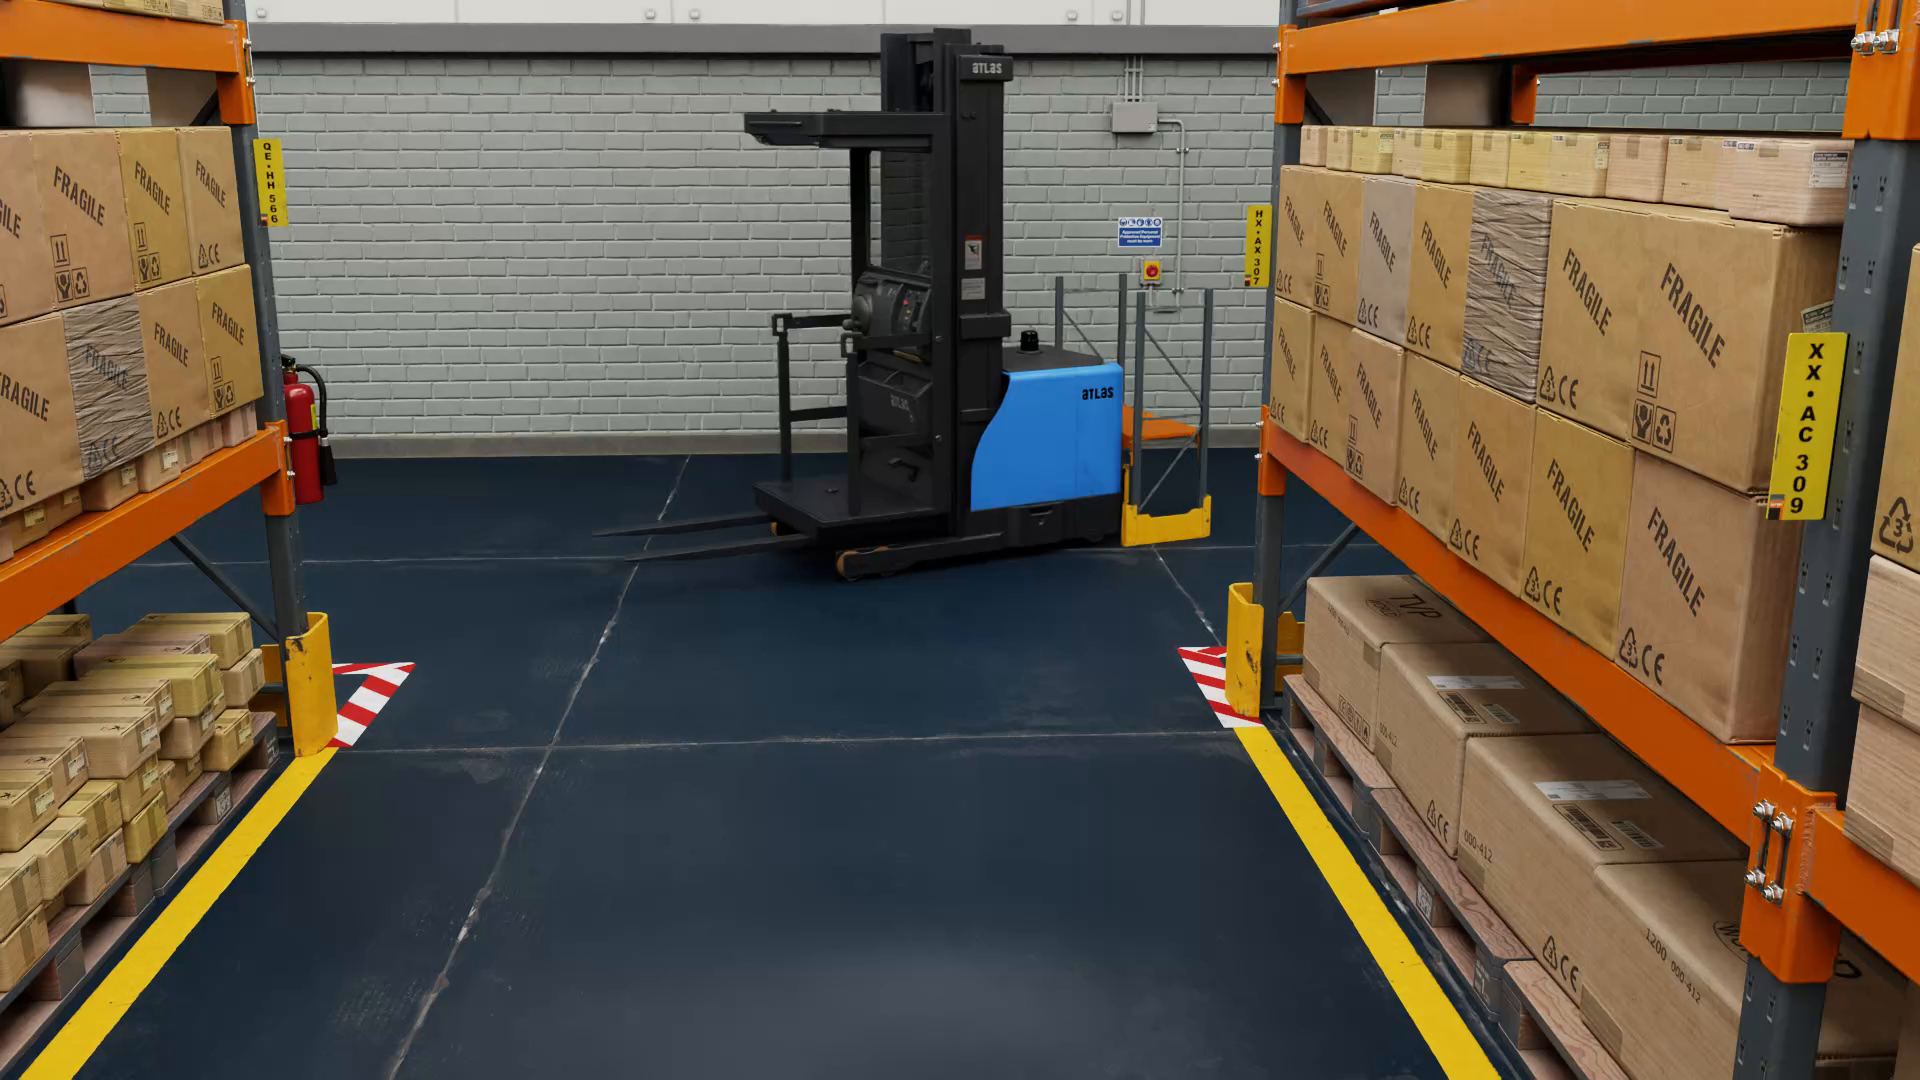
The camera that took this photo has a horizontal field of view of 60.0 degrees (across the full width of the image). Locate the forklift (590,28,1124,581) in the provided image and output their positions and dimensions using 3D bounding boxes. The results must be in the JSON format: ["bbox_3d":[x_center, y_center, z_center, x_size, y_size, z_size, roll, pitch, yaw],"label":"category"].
[{"bbox_3d":[-0.573,-1.345,9.370,3.031,2.935,1.130,-7,16,-27],"label":"forklift"}]

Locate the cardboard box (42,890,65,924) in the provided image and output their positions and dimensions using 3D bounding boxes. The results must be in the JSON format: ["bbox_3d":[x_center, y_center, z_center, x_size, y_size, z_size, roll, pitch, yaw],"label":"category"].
[{"bbox_3d":[-2.840,1.052,4.795,0.380,0.149,0.250,0,14,-2],"label":"cardboard box"}]

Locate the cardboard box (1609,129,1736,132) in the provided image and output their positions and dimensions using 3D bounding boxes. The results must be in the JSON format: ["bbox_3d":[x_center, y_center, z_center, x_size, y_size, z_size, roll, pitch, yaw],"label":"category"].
[{"bbox_3d":[2.116,-1.118,4.844,0.380,0.149,0.250,0,14,-2],"label":"cardboard box"}]

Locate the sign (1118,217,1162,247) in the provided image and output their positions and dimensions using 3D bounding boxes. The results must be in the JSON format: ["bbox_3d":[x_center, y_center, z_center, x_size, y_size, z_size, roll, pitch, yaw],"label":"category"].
[{"bbox_3d":[1.338,-2.287,12.353,0.327,0.218,0.001,-1,14,-3],"label":"sign"}]

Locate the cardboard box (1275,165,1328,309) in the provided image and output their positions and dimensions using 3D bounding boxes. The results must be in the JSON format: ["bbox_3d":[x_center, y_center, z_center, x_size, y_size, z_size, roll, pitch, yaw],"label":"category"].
[{"bbox_3d":[1.508,-1.149,6.263,0.500,0.500,0.500,-1,14,-5],"label":"cardboard box"}]

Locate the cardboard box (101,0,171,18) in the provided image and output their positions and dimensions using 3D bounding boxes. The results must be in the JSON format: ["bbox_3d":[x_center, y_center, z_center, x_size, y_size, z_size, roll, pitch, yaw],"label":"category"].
[{"bbox_3d":[-2.841,-1.782,5.215,0.500,0.250,0.500,-1,14,-3],"label":"cardboard box"}]

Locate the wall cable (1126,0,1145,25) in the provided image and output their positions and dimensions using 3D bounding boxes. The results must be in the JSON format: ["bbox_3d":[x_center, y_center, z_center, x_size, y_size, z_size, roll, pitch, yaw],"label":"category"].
[{"bbox_3d":[1.129,-5.055,11.615,0.463,3.000,0.029,-1,14,-3],"label":"wall cable"}]

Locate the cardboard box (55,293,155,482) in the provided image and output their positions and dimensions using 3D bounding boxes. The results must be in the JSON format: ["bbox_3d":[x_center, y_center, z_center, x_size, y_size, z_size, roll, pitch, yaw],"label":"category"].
[{"bbox_3d":[-2.820,-0.469,5.030,0.500,0.500,0.500,-1,14,-3],"label":"cardboard box"}]

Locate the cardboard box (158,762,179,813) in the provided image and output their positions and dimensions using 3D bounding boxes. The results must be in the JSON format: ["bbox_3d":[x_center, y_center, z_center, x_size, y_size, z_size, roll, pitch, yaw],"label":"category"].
[{"bbox_3d":[-2.856,0.858,5.552,0.380,0.149,0.250,-1,14,-3],"label":"cardboard box"}]

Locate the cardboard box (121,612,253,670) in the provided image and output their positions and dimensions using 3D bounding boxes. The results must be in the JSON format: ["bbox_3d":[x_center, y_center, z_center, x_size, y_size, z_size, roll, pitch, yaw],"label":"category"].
[{"bbox_3d":[-2.886,0.379,6.219,0.380,0.149,0.250,-1,14,-3],"label":"cardboard box"}]

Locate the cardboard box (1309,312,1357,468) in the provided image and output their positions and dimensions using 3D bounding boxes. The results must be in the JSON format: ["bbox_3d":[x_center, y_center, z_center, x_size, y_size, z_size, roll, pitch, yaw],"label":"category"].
[{"bbox_3d":[1.565,-0.539,5.900,0.500,0.500,0.500,-1,14,-4],"label":"cardboard box"}]

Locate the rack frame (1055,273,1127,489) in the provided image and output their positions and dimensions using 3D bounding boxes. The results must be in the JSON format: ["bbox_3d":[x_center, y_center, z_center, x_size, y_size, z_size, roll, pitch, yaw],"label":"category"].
[{"bbox_3d":[0.835,-0.954,10.724,0.500,1.500,0.032,-6,16,-23],"label":"rack frame"}]

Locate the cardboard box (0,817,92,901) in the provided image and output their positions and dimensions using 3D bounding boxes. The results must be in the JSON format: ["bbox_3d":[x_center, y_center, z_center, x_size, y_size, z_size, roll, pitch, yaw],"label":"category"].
[{"bbox_3d":[-2.733,0.912,4.744,0.380,0.149,0.250,-1,14,-3],"label":"cardboard box"}]

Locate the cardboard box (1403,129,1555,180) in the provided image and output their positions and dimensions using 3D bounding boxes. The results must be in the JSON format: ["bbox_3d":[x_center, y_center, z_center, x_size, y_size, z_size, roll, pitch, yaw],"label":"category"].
[{"bbox_3d":[1.574,-1.171,5.049,0.380,0.149,0.250,-1,14,-3],"label":"cardboard box"}]

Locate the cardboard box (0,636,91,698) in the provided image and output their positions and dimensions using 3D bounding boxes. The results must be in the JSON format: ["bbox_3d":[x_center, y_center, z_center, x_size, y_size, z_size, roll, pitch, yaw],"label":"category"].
[{"bbox_3d":[-3.341,0.453,5.929,0.380,0.149,0.250,-1,14,-2],"label":"cardboard box"}]

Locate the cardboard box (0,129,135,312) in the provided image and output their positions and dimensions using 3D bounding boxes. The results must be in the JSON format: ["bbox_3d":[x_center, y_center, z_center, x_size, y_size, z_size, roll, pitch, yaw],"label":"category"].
[{"bbox_3d":[-2.823,-0.950,4.893,0.500,0.500,0.500,0,14,-1],"label":"cardboard box"}]

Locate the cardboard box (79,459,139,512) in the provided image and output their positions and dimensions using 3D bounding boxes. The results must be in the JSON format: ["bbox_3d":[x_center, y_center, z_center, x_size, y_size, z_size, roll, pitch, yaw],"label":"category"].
[{"bbox_3d":[-2.835,-0.186,5.234,0.380,0.149,0.250,-2,15,-6],"label":"cardboard box"}]

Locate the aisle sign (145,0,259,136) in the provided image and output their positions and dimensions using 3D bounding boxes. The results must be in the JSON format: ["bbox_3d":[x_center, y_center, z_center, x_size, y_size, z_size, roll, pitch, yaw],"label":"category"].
[{"bbox_3d":[-2.877,-1.920,6.251,0.394,0.787,0.004,-1,14,-3],"label":"aisle sign"}]

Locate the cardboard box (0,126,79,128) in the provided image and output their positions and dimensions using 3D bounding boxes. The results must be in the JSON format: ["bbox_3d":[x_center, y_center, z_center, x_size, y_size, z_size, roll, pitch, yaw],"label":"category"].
[{"bbox_3d":[-3.409,-1.199,5.863,0.500,0.500,0.500,-1,14,-4],"label":"cardboard box"}]

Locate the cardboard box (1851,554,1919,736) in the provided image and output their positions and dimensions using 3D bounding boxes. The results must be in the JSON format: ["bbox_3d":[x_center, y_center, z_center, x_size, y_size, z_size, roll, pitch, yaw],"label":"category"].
[{"bbox_3d":[1.756,0.199,2.529,0.500,0.250,0.500,-1,14,-5],"label":"cardboard box"}]

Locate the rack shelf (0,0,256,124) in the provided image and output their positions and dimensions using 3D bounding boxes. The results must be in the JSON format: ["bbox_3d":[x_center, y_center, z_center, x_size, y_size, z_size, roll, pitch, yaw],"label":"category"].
[{"bbox_3d":[-3.048,-1.245,4.269,1.077,0.370,4.000,-1,14,-3],"label":"rack shelf"}]

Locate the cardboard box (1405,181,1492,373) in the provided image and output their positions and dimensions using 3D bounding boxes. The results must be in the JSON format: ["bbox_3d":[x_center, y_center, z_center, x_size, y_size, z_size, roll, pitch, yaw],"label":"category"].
[{"bbox_3d":[1.618,-0.768,4.785,0.500,0.500,0.500,-1,14,-3],"label":"cardboard box"}]

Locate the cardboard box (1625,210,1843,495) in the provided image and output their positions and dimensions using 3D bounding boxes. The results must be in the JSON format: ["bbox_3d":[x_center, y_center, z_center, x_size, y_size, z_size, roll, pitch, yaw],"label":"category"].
[{"bbox_3d":[1.705,-0.391,3.317,0.500,0.500,0.500,-1,14,-4],"label":"cardboard box"}]

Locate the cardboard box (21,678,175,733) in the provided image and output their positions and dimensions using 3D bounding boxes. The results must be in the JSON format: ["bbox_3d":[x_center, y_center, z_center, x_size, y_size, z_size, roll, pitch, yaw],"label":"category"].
[{"bbox_3d":[-2.832,0.570,5.476,0.380,0.149,0.250,-1,15,-6],"label":"cardboard box"}]

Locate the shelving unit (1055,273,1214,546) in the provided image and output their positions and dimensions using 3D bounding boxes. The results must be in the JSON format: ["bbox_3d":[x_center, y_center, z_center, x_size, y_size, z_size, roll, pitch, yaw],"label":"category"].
[{"bbox_3d":[1.039,-0.840,10.282,0.587,1.500,1.083,-6,16,-23],"label":"shelving unit"}]

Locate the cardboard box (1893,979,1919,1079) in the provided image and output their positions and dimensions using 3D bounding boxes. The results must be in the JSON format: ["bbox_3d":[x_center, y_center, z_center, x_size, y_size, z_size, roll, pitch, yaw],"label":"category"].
[{"bbox_3d":[2.128,1.234,2.633,0.875,0.875,0.875,0,14,-2],"label":"cardboard box"}]

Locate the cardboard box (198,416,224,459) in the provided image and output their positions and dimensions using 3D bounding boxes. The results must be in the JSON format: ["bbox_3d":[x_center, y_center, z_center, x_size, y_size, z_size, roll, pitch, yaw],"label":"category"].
[{"bbox_3d":[-2.892,-0.377,5.977,0.380,0.149,0.250,-1,14,-4],"label":"cardboard box"}]

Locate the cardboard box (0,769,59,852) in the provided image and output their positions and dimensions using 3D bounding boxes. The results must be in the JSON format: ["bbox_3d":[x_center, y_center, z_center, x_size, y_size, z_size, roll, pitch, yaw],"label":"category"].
[{"bbox_3d":[-2.810,0.768,4.706,0.380,0.149,0.250,-1,14,-3],"label":"cardboard box"}]

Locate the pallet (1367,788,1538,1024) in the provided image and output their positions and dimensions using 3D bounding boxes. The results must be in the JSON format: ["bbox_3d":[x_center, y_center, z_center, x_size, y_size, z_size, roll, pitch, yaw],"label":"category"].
[{"bbox_3d":[1.962,1.111,5.284,1.003,0.211,1.213,-1,14,-3],"label":"pallet"}]

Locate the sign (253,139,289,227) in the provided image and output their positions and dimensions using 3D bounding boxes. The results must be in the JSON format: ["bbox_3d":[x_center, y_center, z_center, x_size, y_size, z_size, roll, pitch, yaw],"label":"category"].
[{"bbox_3d":[-2.617,-1.355,6.317,0.100,0.325,0.005,-1,14,-3],"label":"sign"}]

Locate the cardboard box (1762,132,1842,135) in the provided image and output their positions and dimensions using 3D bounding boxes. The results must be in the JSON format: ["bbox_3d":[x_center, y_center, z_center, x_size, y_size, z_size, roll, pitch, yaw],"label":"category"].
[{"bbox_3d":[2.218,-0.930,4.111,0.380,0.149,0.250,-1,14,-5],"label":"cardboard box"}]

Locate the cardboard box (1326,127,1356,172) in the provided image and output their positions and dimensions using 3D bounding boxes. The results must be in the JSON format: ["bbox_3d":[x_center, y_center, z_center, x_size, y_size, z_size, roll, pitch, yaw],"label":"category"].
[{"bbox_3d":[1.497,-1.363,5.796,0.380,0.149,0.250,0,14,-2],"label":"cardboard box"}]

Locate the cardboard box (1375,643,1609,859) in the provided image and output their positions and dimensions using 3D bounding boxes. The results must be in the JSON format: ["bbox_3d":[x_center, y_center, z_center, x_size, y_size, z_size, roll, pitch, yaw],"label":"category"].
[{"bbox_3d":[1.968,0.688,5.632,0.875,0.438,0.875,0,14,-2],"label":"cardboard box"}]

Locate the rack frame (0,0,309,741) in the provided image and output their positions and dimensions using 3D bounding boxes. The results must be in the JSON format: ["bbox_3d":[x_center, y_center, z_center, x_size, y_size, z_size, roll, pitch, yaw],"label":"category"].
[{"bbox_3d":[-3.172,-0.638,6.487,1.000,3.000,0.127,-1,14,-3],"label":"rack frame"}]

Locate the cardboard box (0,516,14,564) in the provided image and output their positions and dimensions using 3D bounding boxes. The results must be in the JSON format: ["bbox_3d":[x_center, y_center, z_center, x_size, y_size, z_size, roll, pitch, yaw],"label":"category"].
[{"bbox_3d":[-2.808,0.010,4.471,0.380,0.149,0.250,0,14,-1],"label":"cardboard box"}]

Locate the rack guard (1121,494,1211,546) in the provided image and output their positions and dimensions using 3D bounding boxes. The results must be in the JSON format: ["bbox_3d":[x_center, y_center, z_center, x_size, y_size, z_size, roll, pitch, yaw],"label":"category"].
[{"bbox_3d":[1.242,-0.122,9.997,0.587,0.250,0.087,-6,16,-23],"label":"rack guard"}]

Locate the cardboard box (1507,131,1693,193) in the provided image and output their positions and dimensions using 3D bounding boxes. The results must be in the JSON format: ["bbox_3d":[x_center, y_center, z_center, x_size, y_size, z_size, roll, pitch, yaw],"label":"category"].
[{"bbox_3d":[1.657,-0.982,4.315,0.380,0.149,0.250,-1,14,-5],"label":"cardboard box"}]

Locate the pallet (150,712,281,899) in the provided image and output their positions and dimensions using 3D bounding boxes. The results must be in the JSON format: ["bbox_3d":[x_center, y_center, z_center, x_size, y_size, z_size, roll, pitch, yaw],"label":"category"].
[{"bbox_3d":[-3.152,0.934,5.973,1.003,0.211,1.213,-1,14,-3],"label":"pallet"}]

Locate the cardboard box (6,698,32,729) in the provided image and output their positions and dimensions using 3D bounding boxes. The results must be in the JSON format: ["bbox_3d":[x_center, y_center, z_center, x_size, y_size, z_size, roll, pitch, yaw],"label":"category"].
[{"bbox_3d":[-3.332,0.658,5.731,0.380,0.149,0.250,-1,14,-3],"label":"cardboard box"}]

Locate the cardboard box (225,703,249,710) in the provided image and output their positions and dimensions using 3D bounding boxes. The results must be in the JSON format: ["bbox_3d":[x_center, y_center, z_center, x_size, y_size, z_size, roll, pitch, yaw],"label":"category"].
[{"bbox_3d":[-2.931,0.667,6.293,0.380,0.149,0.250,-1,14,-2],"label":"cardboard box"}]

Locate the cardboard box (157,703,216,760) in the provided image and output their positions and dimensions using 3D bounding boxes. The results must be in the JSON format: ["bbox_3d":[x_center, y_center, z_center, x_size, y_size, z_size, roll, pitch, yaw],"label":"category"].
[{"bbox_3d":[-2.820,0.651,5.757,0.380,0.149,0.250,-1,15,-6],"label":"cardboard box"}]

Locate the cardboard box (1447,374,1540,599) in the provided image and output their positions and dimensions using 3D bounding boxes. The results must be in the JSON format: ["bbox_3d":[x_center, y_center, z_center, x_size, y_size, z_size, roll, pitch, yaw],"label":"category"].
[{"bbox_3d":[1.643,-0.157,4.417,0.500,0.500,0.500,-1,14,-4],"label":"cardboard box"}]

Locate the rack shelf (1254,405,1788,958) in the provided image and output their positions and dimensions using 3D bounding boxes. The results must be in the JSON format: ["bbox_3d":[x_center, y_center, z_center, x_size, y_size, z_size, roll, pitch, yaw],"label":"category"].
[{"bbox_3d":[1.886,0.106,5.038,1.077,0.370,4.000,-1,14,-3],"label":"rack shelf"}]

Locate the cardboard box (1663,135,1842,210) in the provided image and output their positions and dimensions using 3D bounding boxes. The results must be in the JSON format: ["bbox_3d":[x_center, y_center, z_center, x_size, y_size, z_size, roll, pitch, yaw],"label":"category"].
[{"bbox_3d":[1.760,-0.793,3.578,0.380,0.149,0.250,-1,14,-3],"label":"cardboard box"}]
